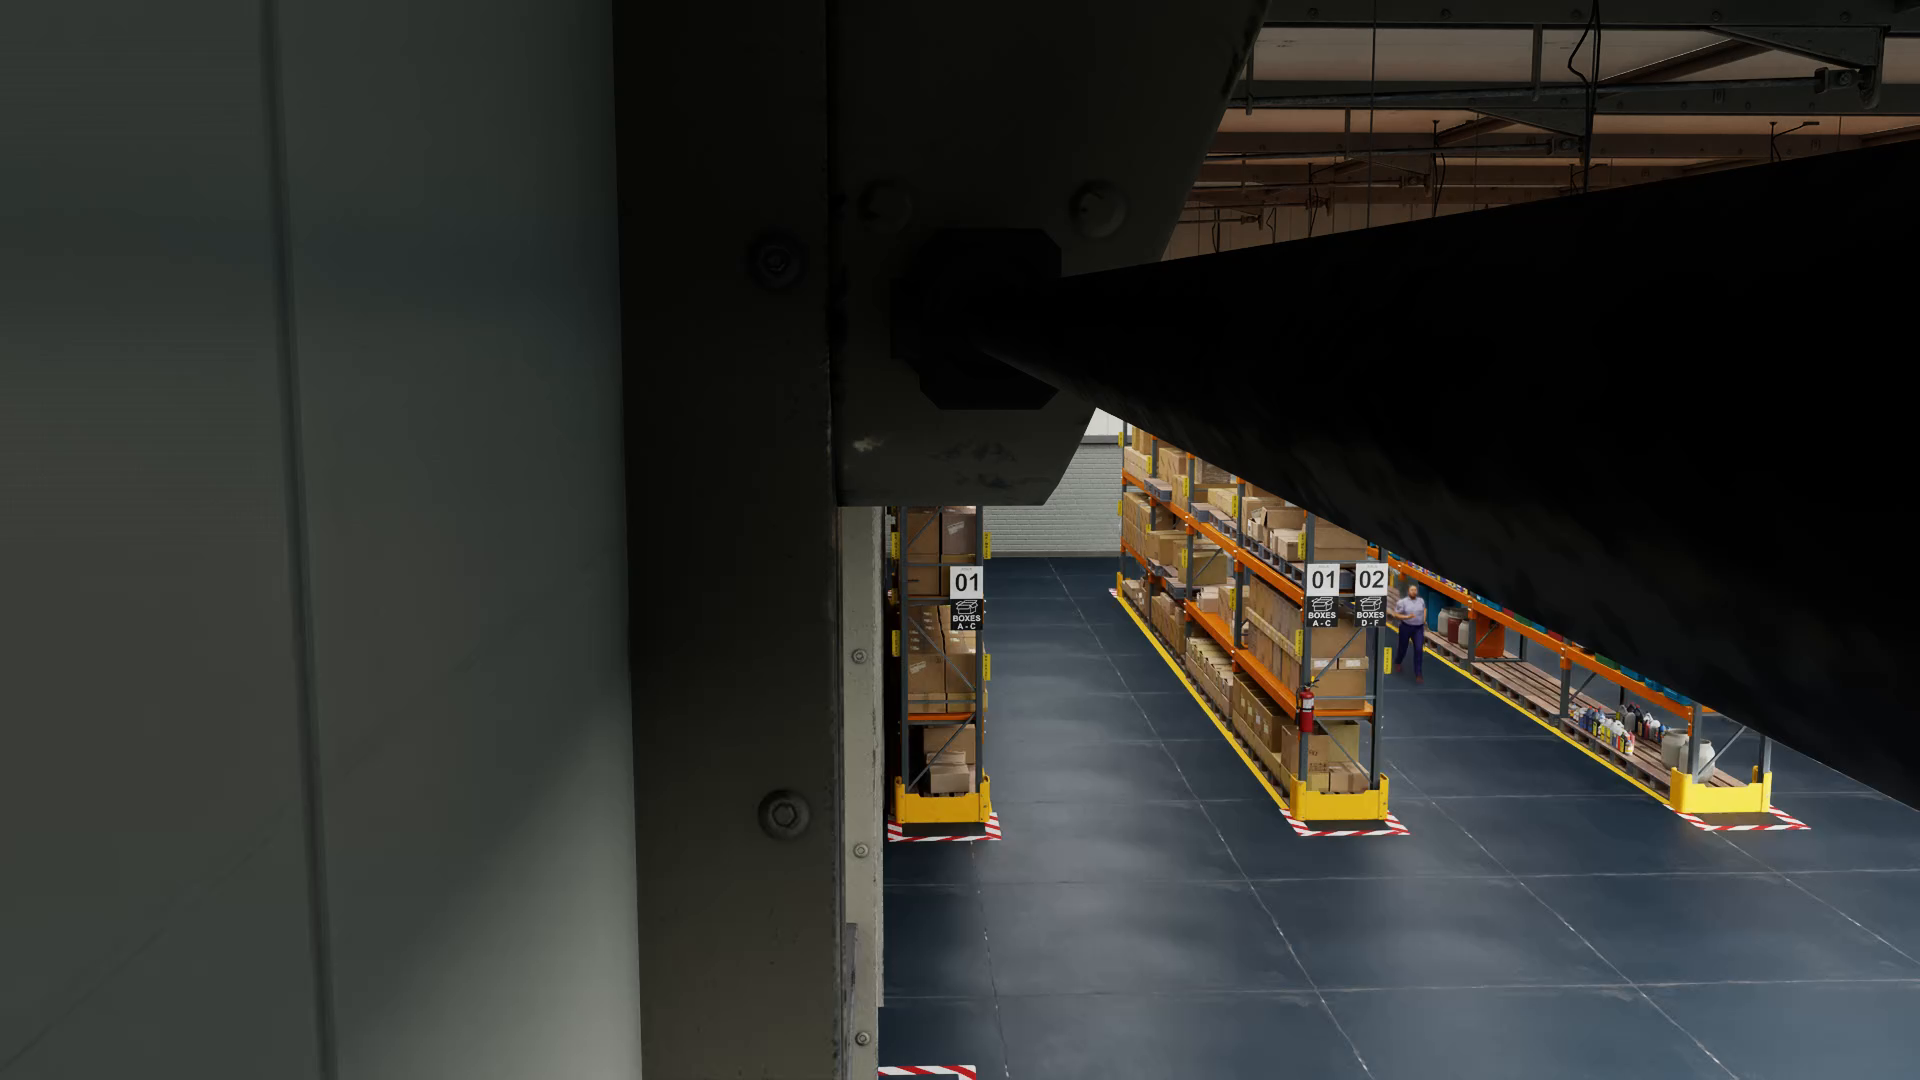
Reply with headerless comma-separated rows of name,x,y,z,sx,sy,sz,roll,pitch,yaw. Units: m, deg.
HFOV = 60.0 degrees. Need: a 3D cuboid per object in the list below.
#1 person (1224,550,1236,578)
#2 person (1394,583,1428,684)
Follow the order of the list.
person,5.830,0.383,36.277,0.702,1.755,0.859,-3,9,-21
person,7.654,1.552,28.211,0.607,1.620,0.941,0,8,0
